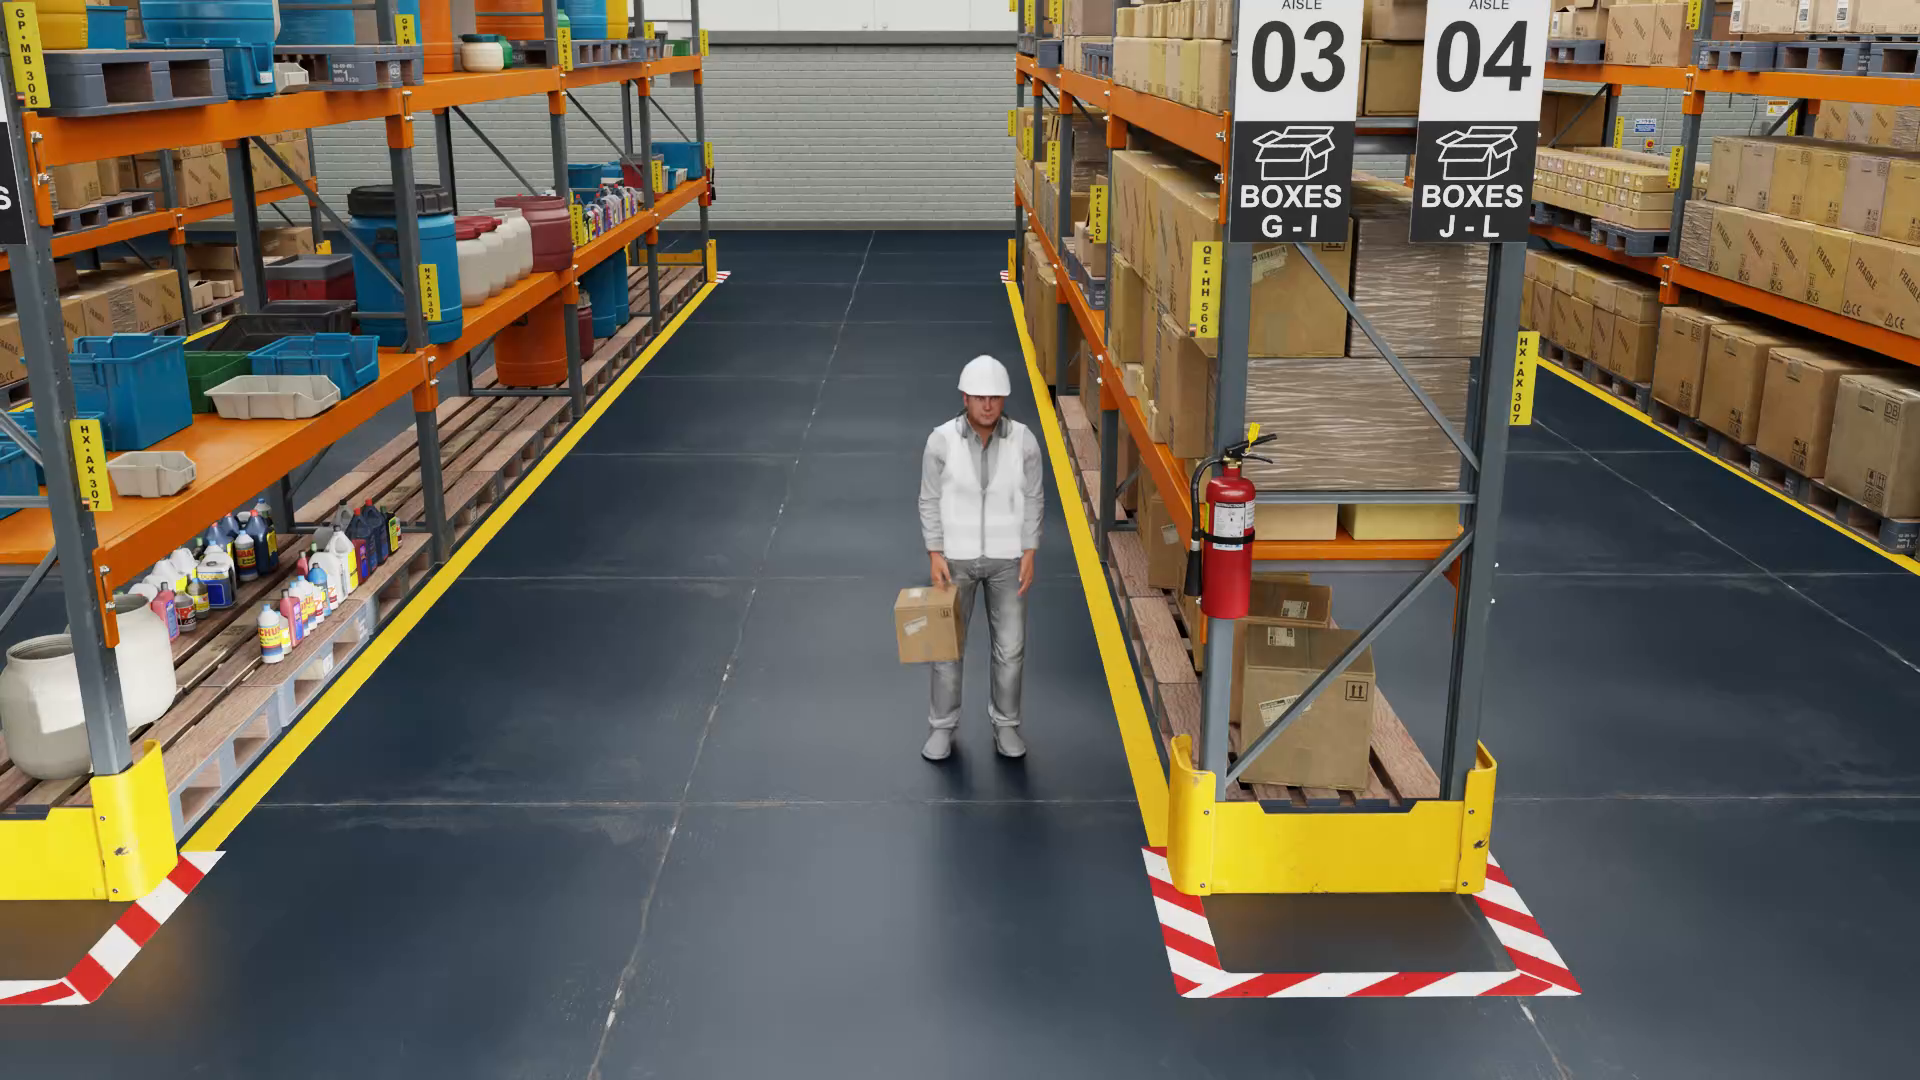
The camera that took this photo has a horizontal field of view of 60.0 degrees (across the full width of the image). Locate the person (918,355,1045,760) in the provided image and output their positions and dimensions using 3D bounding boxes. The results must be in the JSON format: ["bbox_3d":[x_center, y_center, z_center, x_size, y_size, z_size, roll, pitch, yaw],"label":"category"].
[{"bbox_3d":[0.094,0.072,7.252,0.553,1.778,0.434,-1,17,-3],"label":"person"}]
